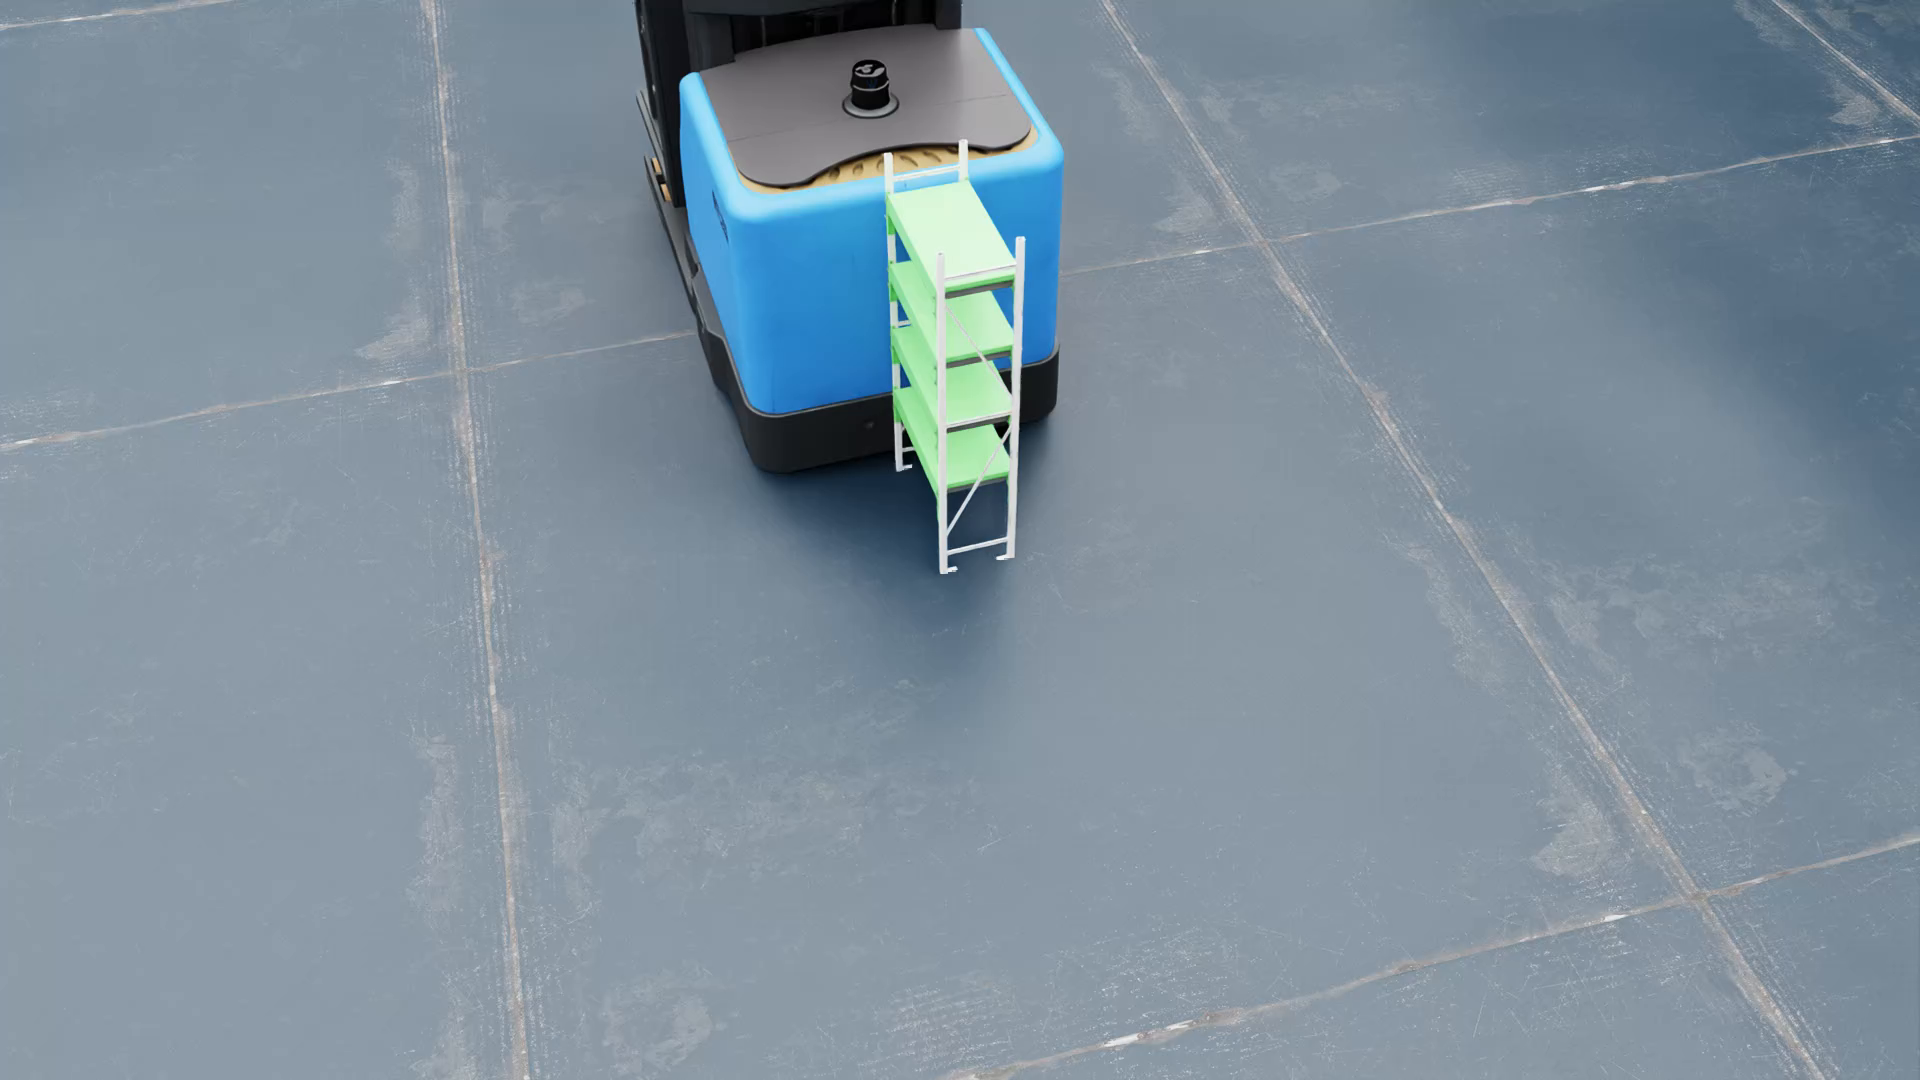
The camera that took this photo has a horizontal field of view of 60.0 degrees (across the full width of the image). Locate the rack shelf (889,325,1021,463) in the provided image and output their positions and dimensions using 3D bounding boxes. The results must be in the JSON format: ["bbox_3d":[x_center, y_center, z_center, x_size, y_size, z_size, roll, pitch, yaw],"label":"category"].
[{"bbox_3d":[-0.021,-0.464,4.954,0.258,0.148,0.480,-13,47,-12],"label":"rack shelf"}]

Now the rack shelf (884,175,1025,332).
[{"bbox_3d":[-0.021,-0.800,4.611,0.258,0.148,0.480,-13,47,-12],"label":"rack shelf"}]

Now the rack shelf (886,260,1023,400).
[{"bbox_3d":[-0.021,-0.632,4.783,0.258,0.148,0.480,-13,47,-12],"label":"rack shelf"}]

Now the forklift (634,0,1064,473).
[{"bbox_3d":[-0.603,-2.317,5.468,1.130,2.935,3.031,-13,47,-12],"label":"forklift"}]

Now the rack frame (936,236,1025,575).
[{"bbox_3d":[0.054,-0.343,4.746,0.240,1.200,0.015,-13,47,-12],"label":"rack frame"}]

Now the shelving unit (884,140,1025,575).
[{"bbox_3d":[-0.021,-0.509,4.909,0.258,1.200,0.503,-13,47,-12],"label":"shelving unit"}]

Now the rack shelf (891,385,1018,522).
[{"bbox_3d":[-0.021,-0.296,5.126,0.258,0.148,0.480,-13,47,-12],"label":"rack shelf"}]

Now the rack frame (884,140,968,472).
[{"bbox_3d":[-0.095,-0.675,5.071,0.240,1.200,0.015,-13,47,-12],"label":"rack frame"}]
